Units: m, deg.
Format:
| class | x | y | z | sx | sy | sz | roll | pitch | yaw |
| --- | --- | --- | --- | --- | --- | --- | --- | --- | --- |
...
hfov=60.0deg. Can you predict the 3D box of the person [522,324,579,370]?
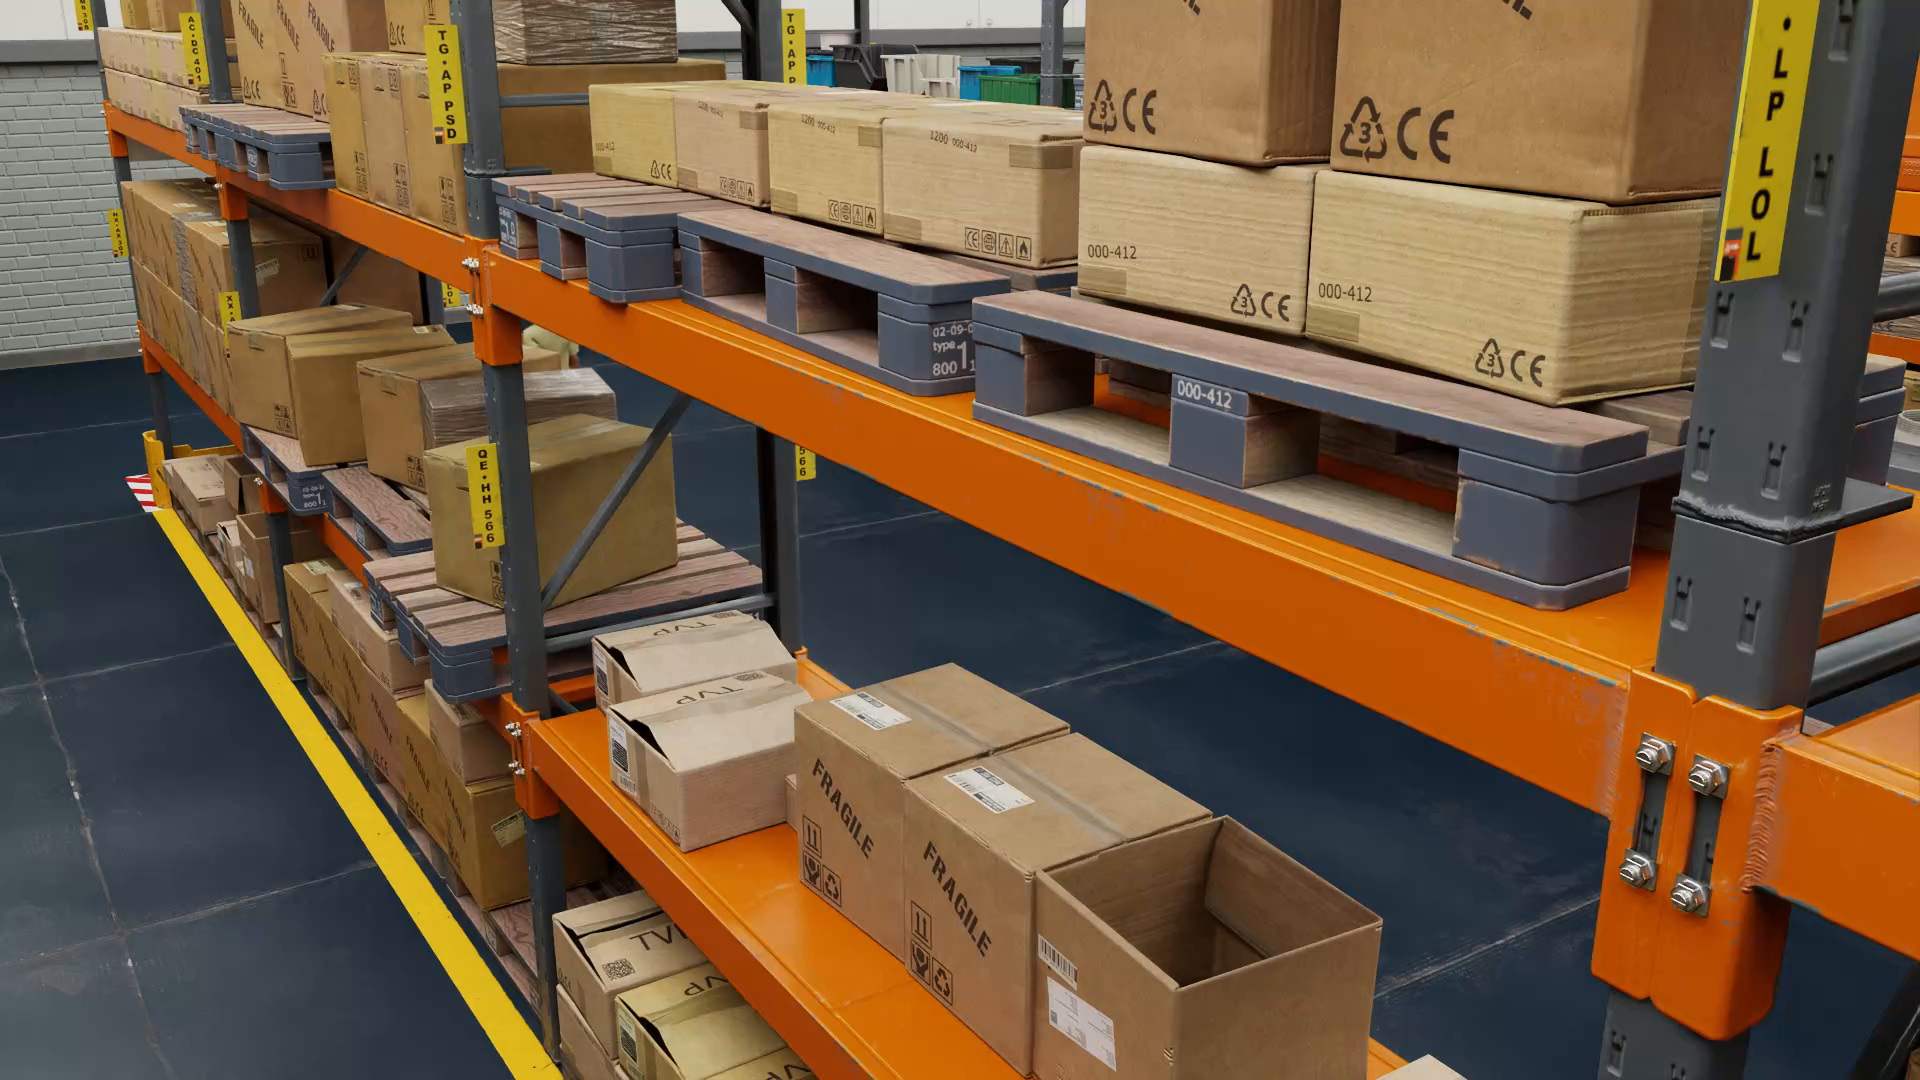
| class | x | y | z | sx | sy | sz | roll | pitch | yaw |
| --- | --- | --- | --- | --- | --- | --- | --- | --- | --- |
| person | -2.867 | -0.997 | 11.575 | 0.453 | 1.611 | 1.002 | -12 | 22 | -33 |
